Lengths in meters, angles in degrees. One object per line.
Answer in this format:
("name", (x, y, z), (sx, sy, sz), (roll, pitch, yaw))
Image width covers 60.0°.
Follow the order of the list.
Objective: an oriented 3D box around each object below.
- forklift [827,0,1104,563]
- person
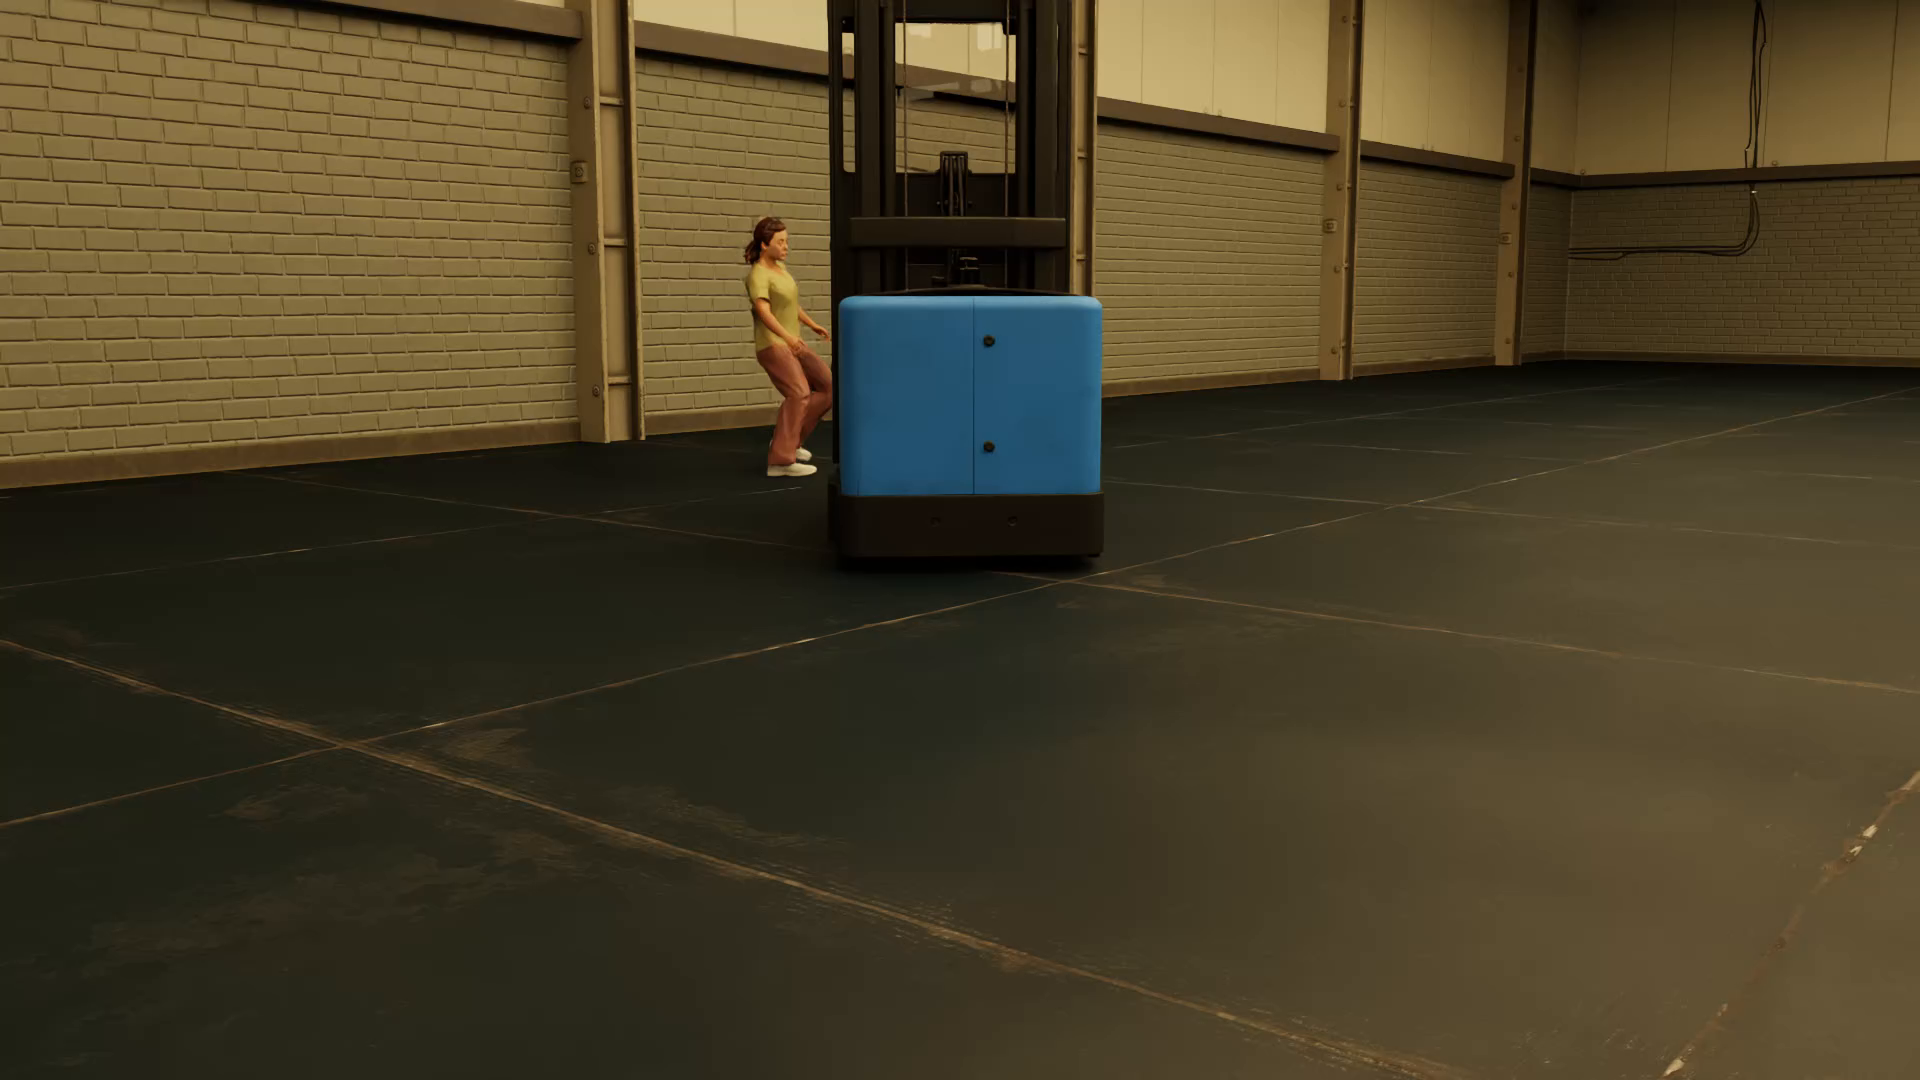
("forklift", (-0.065, -1.534, 7.764), (1.130, 2.935, 3.031), (-1, 8, -5))
("person", (-1.052, -1.185, 10.162), (0.557, 1.544, 0.771), (3, 9, 17))
